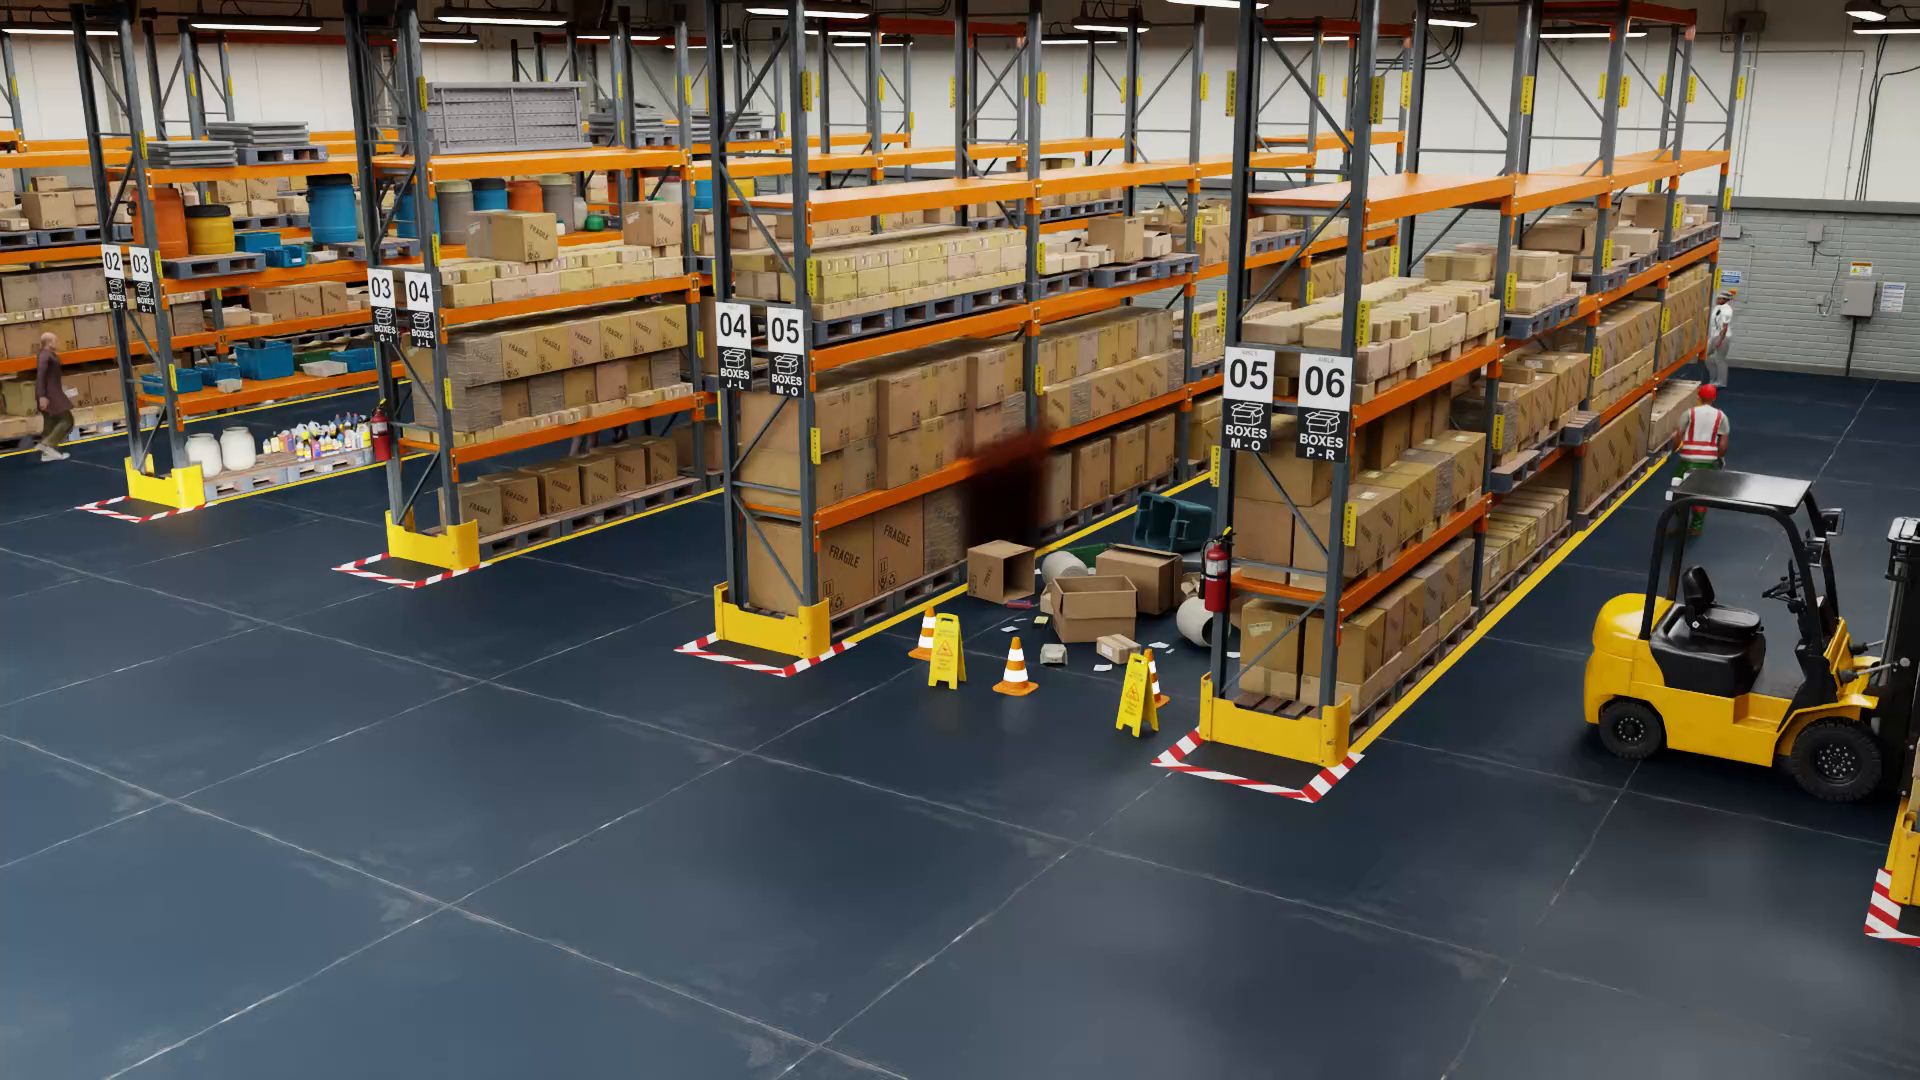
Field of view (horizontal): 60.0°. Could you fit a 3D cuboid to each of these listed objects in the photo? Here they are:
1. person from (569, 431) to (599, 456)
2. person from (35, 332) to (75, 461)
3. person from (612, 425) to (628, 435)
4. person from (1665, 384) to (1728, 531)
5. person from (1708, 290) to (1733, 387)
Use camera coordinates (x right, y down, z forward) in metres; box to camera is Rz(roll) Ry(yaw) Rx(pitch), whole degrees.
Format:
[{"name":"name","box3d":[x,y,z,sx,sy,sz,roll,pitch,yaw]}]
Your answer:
[{"name":"person","box3d":[-4.991,-1.753,22.188,0.571,1.665,0.423,7,17,23]},{"name":"person","box3d":[-12.612,-1.979,23.002,0.555,1.767,0.618,-14,21,-41]},{"name":"person","box3d":[-5.082,-2.194,24.092,0.573,1.497,0.614,12,20,37]},{"name":"person","box3d":[8.545,-0.939,19.235,0.630,1.703,0.630,3,16,10]},{"name":"person","box3d":[12.984,-3.417,28.410,0.393,1.697,0.492,2,16,8]}]
